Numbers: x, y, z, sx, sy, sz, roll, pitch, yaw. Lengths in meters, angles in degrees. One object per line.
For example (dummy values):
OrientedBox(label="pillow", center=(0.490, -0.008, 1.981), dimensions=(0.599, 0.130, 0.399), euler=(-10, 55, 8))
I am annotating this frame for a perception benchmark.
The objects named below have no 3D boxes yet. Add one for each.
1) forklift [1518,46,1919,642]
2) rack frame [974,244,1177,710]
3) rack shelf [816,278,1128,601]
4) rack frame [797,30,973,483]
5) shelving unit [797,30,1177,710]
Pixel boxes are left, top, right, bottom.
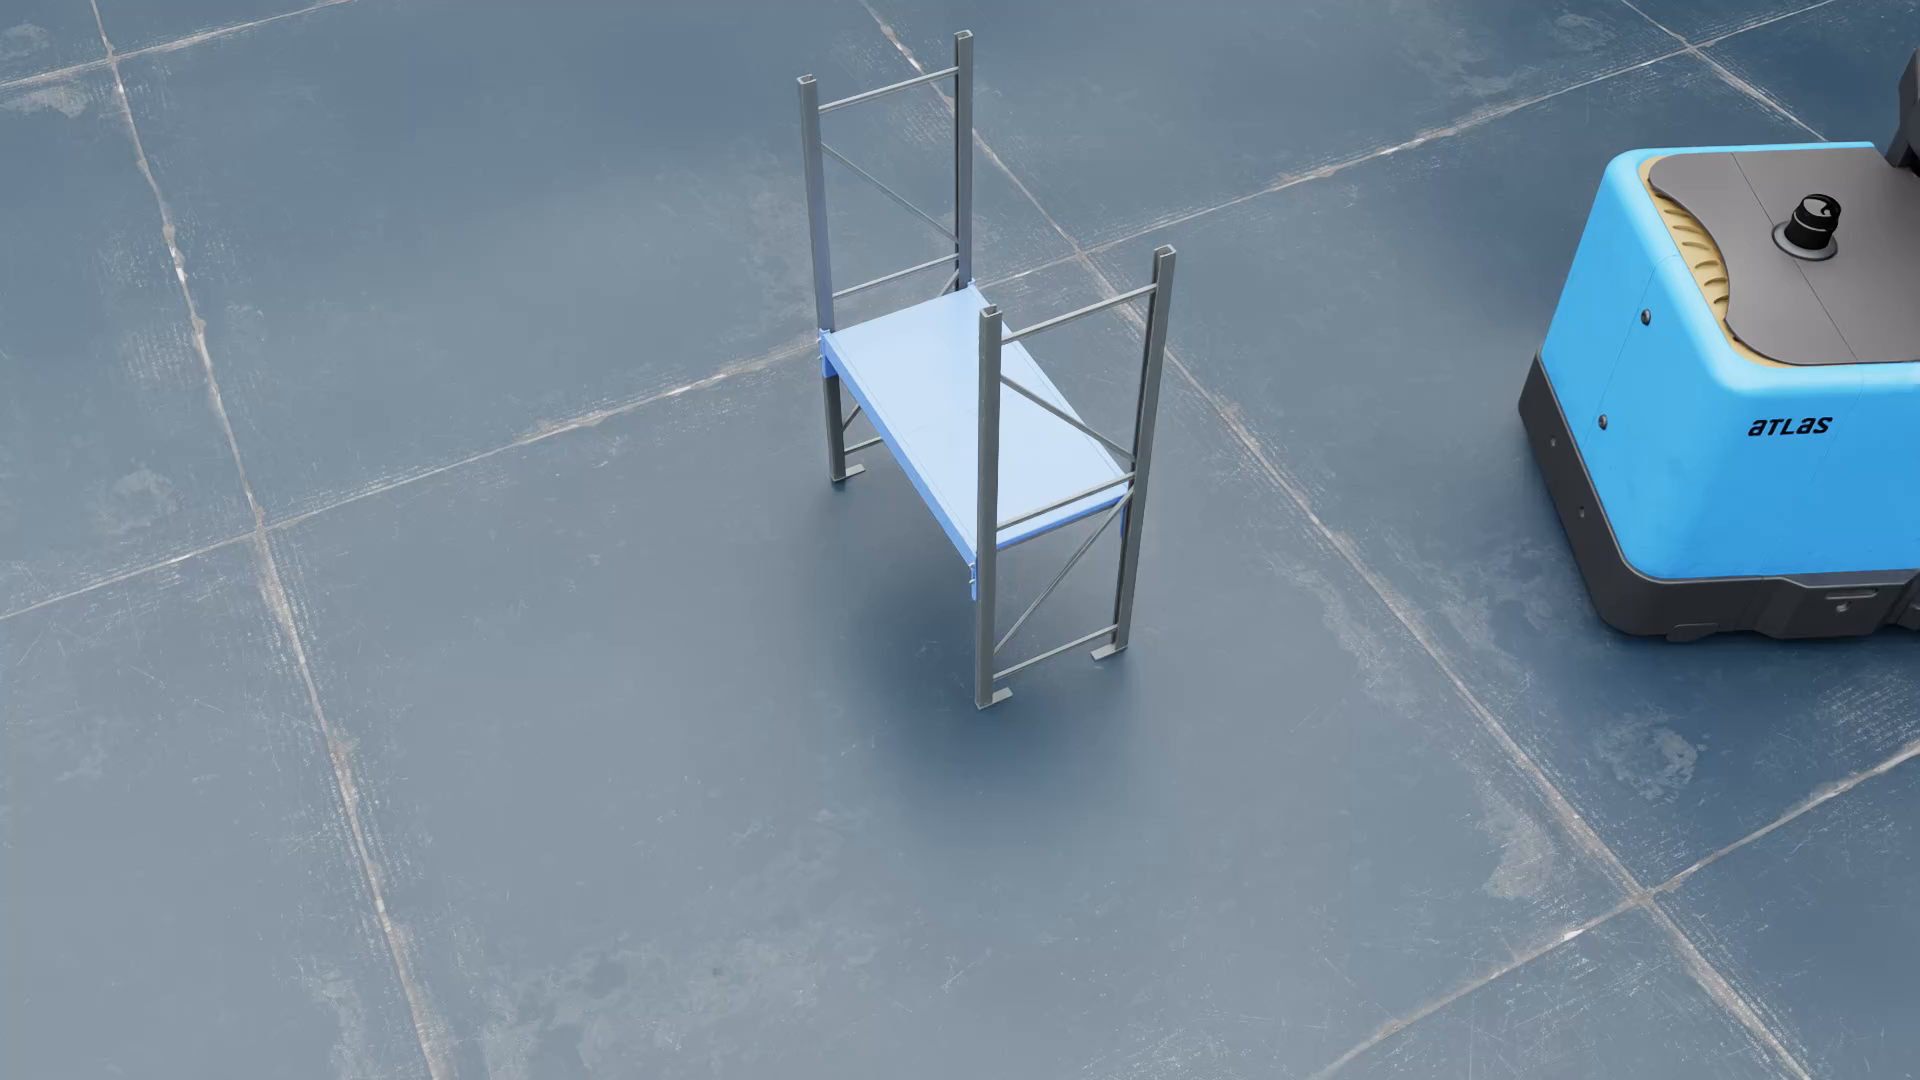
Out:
OrientedBox(label="forklift", center=(3.393, -1.091, 4.257), dimensions=(3.031, 2.935, 1.130), euler=(-2, 49, -2))
OrientedBox(label="rack frame", center=(0.272, -0.096, 4.338), dimensions=(0.500, 1.500, 0.032), euler=(-21, 52, -18))
OrientedBox(label="rack shelf", center=(0.039, -0.318, 4.771), dimensions=(0.538, 0.185, 1.000), euler=(-21, 52, -18))
OrientedBox(label="rack frame", center=(-0.194, -0.777, 4.933), dimensions=(0.500, 1.500, 0.032), euler=(-21, 52, -18))
OrientedBox(label="shelving unit", center=(0.039, -0.437, 4.636), dimensions=(0.538, 1.500, 1.048), euler=(-21, 52, -18))
